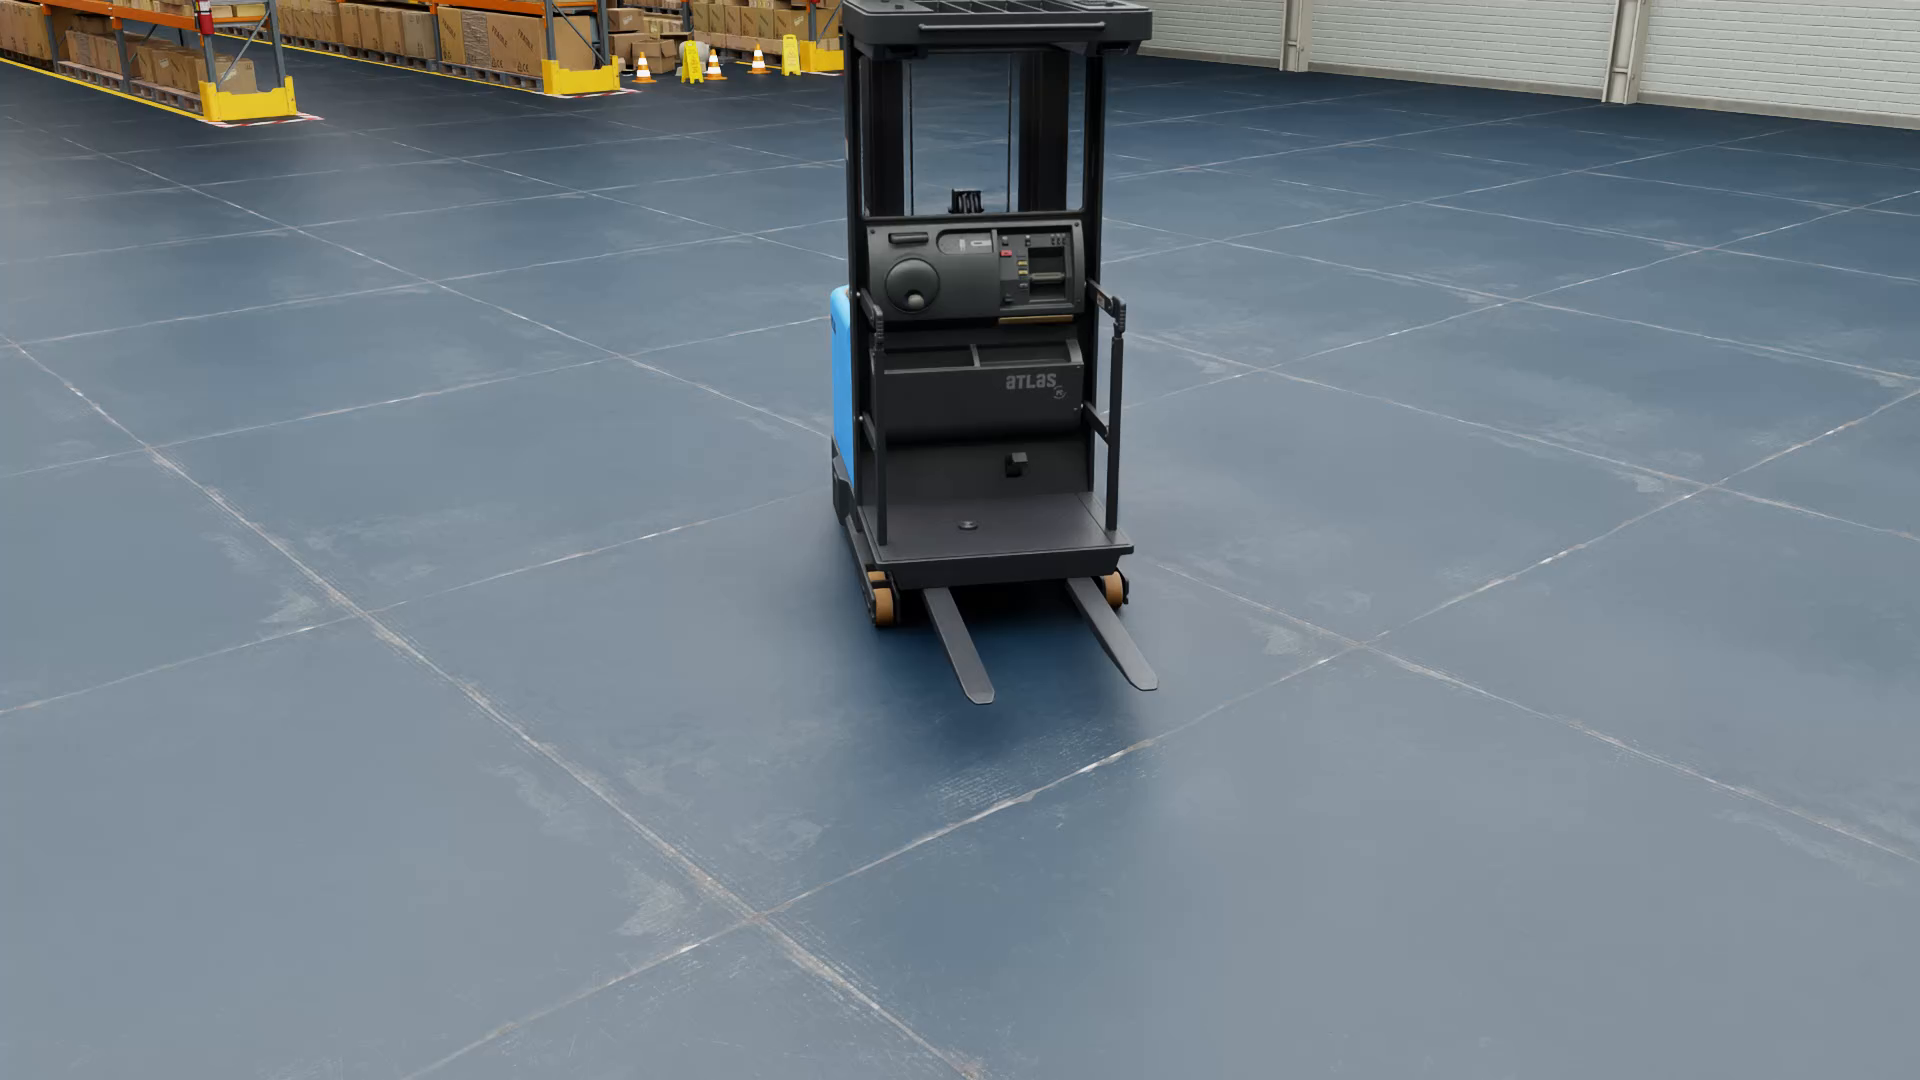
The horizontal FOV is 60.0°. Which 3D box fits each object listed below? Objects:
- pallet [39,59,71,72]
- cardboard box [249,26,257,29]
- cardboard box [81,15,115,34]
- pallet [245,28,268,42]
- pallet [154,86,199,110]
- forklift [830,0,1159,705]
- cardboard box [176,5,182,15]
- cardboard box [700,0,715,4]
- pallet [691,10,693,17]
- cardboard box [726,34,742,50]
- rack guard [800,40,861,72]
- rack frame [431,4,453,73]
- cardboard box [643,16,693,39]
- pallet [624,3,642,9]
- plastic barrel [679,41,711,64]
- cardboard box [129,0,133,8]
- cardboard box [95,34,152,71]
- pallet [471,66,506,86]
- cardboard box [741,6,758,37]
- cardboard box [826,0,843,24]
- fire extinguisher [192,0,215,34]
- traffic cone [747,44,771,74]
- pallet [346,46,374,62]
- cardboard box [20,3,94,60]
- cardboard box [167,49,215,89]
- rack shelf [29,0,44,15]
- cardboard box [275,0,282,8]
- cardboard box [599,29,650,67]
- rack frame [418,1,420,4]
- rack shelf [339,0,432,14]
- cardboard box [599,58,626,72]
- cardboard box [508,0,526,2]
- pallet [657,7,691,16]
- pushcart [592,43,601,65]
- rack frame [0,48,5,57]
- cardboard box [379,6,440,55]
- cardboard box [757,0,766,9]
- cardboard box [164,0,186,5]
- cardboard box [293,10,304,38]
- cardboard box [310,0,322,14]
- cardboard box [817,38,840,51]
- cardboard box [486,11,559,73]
[{"bbox_3d":[-15.346,-8.327,28.954,1.003,0.211,1.213,-17,27,-37],"label":"pallet"},{"bbox_3d":[-14.518,-10.692,34.502,0.380,0.149,0.250,-19,28,-39],"label":"cardboard box"},{"bbox_3d":[-14.075,-8.457,27.260,0.500,0.250,0.500,-14,25,-32],"label":"cardboard box"},{"bbox_3d":[-14.141,-10.526,34.569,1.003,0.211,1.213,-17,27,-37],"label":"pallet"},{"bbox_3d":[-11.012,-6.471,24.217,1.003,0.211,1.213,-17,27,-37],"label":"pallet"},{"bbox_3d":[0.112,-1.142,6.880,1.130,2.935,3.031,-4,22,-10],"label":"forklift"},{"bbox_3d":[-10.525,-7.290,22.829,0.380,0.149,0.250,-17,27,-37],"label":"cardboard box"},{"bbox_3d":[-4.553,-9.934,30.510,0.380,0.149,0.250,-17,27,-37],"label":"cardboard box"},{"bbox_3d":[-5.674,-12.522,39.665,1.003,0.211,1.213,-17,27,-37],"label":"pallet"},{"bbox_3d":[-3.884,-9.040,30.147,0.500,0.250,0.500,-18,28,-38],"label":"cardboard box"},{"bbox_3d":[-2.209,-8.395,28.733,1.175,0.500,0.348,-17,27,-37],"label":"rack guard"},{"bbox_3d":[-8.454,-9.437,27.965,1.000,3.000,0.127,-17,27,-37],"label":"rack frame"},{"bbox_3d":[-5.586,-9.957,32.321,0.950,0.372,0.625,-15,26,-34],"label":"cardboard box"},{"bbox_3d":[-8.274,-13.602,42.422,1.003,0.211,1.213,-17,27,-37],"label":"pallet"},{"bbox_3d":[-4.654,-8.549,29.230,0.512,0.421,0.421,0,21,-1],"label":"plastic barrel"},{"bbox_3d":[-11.857,-7.835,24.219,0.380,0.149,0.250,-17,27,-37],"label":"cardboard box"},{"bbox_3d":[-13.325,-7.791,26.586,0.500,0.500,0.700,20,29,41],"label":"cardboard box"},{"bbox_3d":[-7.216,-7.573,27.029,1.003,0.211,1.213,-17,27,-37],"label":"pallet"},{"bbox_3d":[-3.547,-9.246,29.644,0.500,0.500,0.500,-18,28,-39],"label":"cardboard box"},{"bbox_3d":[-2.354,-11.481,35.863,0.875,0.625,0.625,-19,28,-40],"label":"cardboard box"},{"bbox_3d":[-9.941,-7.002,21.853,0.296,0.674,0.183,-17,27,-37],"label":"fire extinguisher"},{"bbox_3d":[-3.417,-8.169,28.205,0.336,0.463,0.334,-17,27,-37],"label":"traffic cone"},{"bbox_3d":[-10.607,-9.008,30.693,1.003,0.211,1.213,-17,27,-37],"label":"pallet"},{"bbox_3d":[-15.323,-8.791,28.654,1.225,0.875,0.875,-19,28,-40],"label":"cardboard box"},{"bbox_3d":[-11.202,-6.886,24.305,0.500,0.500,0.500,19,29,40],"label":"cardboard box"},{"bbox_3d":[-16.194,-9.607,29.385,1.077,0.370,4.000,-17,27,-37],"label":"rack shelf"},{"bbox_3d":[-13.394,-10.761,33.169,0.500,0.250,0.500,-19,28,-40],"label":"cardboard box"},{"bbox_3d":[-5.840,-8.578,29.009,0.797,0.637,0.503,-17,27,-37],"label":"cardboard box"},{"bbox_3d":[-12.603,-13.959,39.510,1.000,3.000,0.127,-17,27,-37],"label":"rack frame"},{"bbox_3d":[-9.759,-9.655,29.507,1.077,0.370,4.000,-17,27,-37],"label":"rack shelf"},{"bbox_3d":[-5.937,-8.127,28.370,0.396,0.266,0.258,-12,25,-28],"label":"cardboard box"},{"bbox_3d":[-6.495,-8.640,25.725,0.875,0.550,0.550,-17,27,-37],"label":"cardboard box"},{"bbox_3d":[-6.682,-12.928,40.701,1.003,0.211,1.213,-17,27,-37],"label":"pallet"},{"bbox_3d":[-6.465,-8.866,30.102,0.936,0.377,1.648,12,24,27],"label":"pushcart"},{"bbox_3d":[-17.500,-10.494,30.665,1.000,3.000,0.127,-17,27,-37],"label":"rack frame"},{"bbox_3d":[-9.554,-9.002,29.365,1.050,0.750,0.750,-17,27,-37],"label":"cardboard box"},{"bbox_3d":[-3.332,-9.419,29.197,0.380,0.149,0.250,-17,27,-37],"label":"cardboard box"},{"bbox_3d":[-10.422,-7.632,22.812,0.875,0.500,0.500,-17,27,-37],"label":"cardboard box"},{"bbox_3d":[-12.696,-10.124,32.571,0.500,0.500,0.500,-17,27,-37],"label":"cardboard box"},{"bbox_3d":[-12.048,-10.186,31.702,0.500,0.250,0.500,-17,27,-37],"label":"cardboard box"},{"bbox_3d":[-2.476,-8.742,29.385,0.500,0.250,0.500,-18,28,-38],"label":"cardboard box"},{"bbox_3d":[-6.912,-7.952,26.512,0.875,0.875,0.875,-18,28,-38],"label":"cardboard box"}]
